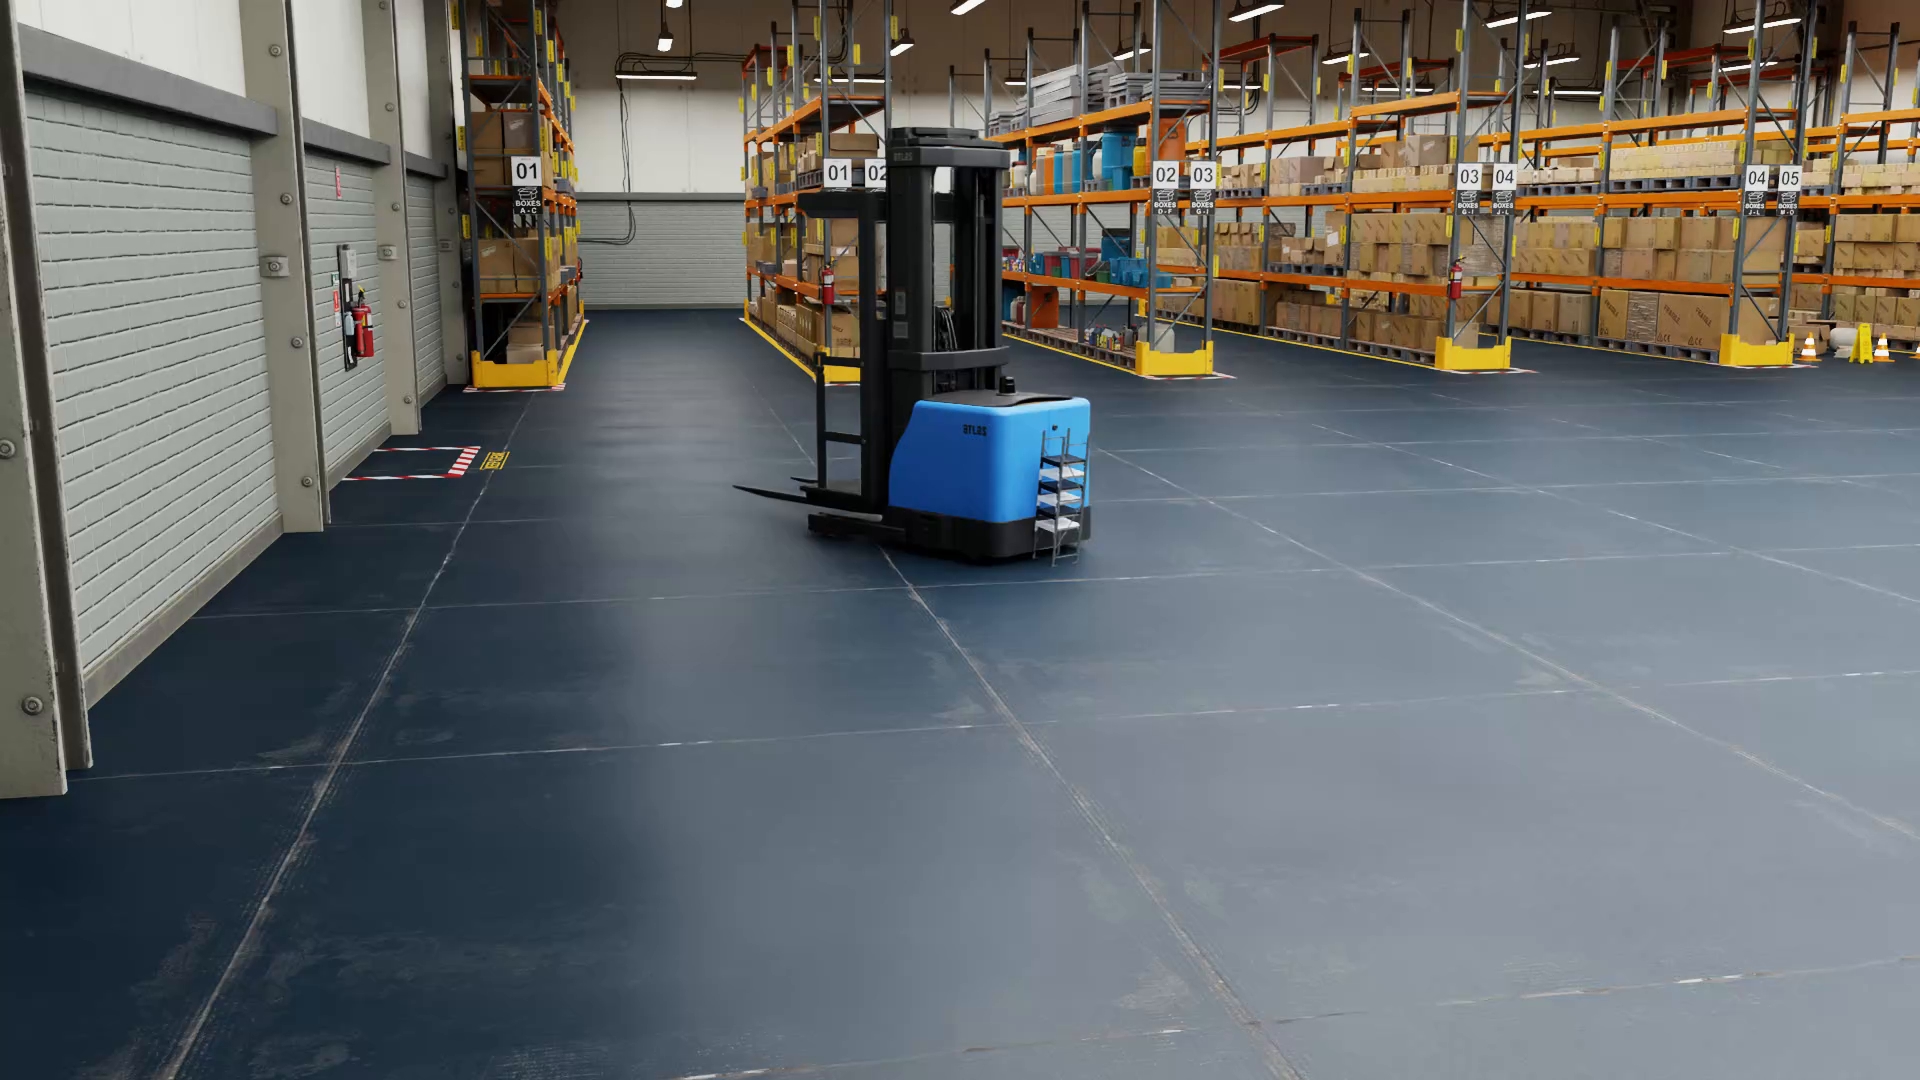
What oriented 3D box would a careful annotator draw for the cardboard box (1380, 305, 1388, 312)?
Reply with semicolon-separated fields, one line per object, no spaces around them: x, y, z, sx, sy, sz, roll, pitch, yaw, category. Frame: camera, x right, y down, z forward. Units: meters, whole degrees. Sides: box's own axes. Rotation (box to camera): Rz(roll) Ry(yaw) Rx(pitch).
10.283;-5.539;39.776;0.380;0.149;0.250;-2;11;-13;cardboard box

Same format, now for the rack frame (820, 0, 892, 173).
-1.492;-6.801;23.864;1.000;3.000;0.127;-2;11;-11;rack frame

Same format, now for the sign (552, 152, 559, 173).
-6.598;-6.156;27.111;0.100;0.325;0.005;-2;11;-11;sign

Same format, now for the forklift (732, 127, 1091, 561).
-0.489;-1.508;12.280;3.031;2.935;1.130;10;15;42;forklift

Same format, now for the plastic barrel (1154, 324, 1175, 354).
3.164;-3.136;26.180;0.421;0.512;0.421;0;11;0;plastic barrel

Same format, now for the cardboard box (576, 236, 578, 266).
-9.353;-6.662;38.375;0.980;0.700;0.700;-2;11;-8;cardboard box

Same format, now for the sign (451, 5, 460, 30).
-6.899;-7.141;22.725;0.100;0.325;0.005;-2;11;-11;sign

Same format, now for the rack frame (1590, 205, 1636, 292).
15.612;-6.775;39.770;1.000;3.000;0.127;-2;11;-11;rack frame

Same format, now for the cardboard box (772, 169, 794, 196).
-3.166;-6.923;32.258;0.910;0.500;0.500;-2;11;-11;cardboard box

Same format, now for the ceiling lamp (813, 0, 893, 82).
-2.671;-13.186;41.796;2.000;3.185;0.800;-2;11;-11;ceiling lamp

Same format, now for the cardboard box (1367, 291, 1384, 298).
10.126;-5.967;40.435;0.380;0.149;0.250;-3;11;-13;cardboard box

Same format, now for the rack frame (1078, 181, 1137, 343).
2.589;-4.767;29.222;1.000;3.000;0.127;-2;11;-11;rack frame

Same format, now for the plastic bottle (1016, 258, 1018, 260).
1.197;-5.751;34.702;0.061;0.283;0.133;-2;11;-11;plastic bottle

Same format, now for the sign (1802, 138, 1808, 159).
13.656;-6.337;26.895;0.100;0.325;0.005;-2;11;-11;sign

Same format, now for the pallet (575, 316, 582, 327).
-8.996;-4.871;37.224;1.003;0.211;1.213;-2;11;-11;pallet

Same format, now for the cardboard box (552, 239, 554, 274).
-6.235;-4.168;24.412;0.500;0.500;0.500;-2;11;-11;cardboard box

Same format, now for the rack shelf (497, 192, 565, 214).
-7.518;-5.894;29.043;1.077;0.370;4.000;-2;11;-11;rack shelf

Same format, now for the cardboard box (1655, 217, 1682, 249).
12.673;-5.347;28.978;0.875;0.550;0.500;-2;11;-11;cardboard box

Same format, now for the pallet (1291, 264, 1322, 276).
7.095;-5.225;32.141;1.003;0.211;1.213;-2;11;-11;pallet

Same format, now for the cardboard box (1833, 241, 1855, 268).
16.981;-5.412;31.547;0.500;0.500;0.500;-2;11;-11;cardboard box

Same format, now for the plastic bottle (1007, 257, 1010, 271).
1.030;-5.770;34.803;0.061;0.283;0.133;-2;11;-11;plastic bottle

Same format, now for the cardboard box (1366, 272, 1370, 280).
7.364;-4.637;29.209;0.380;0.149;0.250;-2;11;-11;cardboard box

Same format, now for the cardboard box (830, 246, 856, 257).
-1.753;-4.285;24.686;0.380;0.149;0.250;-2;11;-12;cardboard box

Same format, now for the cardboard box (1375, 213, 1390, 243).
7.481;-5.359;28.592;0.500;0.500;0.500;-2;11;-11;cardboard box

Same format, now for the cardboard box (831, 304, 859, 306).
-1.880;-3.643;27.538;0.500;0.500;0.500;-2;11;-11;cardboard box

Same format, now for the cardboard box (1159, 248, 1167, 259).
5.144;-6.936;40.219;0.500;0.250;0.500;-2;11;-13;cardboard box

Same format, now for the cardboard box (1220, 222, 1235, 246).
6.146;-6.714;36.496;0.797;0.503;0.637;-2;11;-10;cardboard box

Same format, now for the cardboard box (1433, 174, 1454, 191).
7.883;-5.693;26.463;0.500;0.250;0.500;-2;11;-10;cardboard box

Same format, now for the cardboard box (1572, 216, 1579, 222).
15.190;-7.823;40.600;0.380;0.149;0.250;-2;11;-11;cardboard box

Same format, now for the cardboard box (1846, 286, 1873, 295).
16.984;-4.707;31.397;0.380;0.149;0.250;-2;11;-10;cardboard box

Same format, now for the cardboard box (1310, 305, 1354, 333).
7.166;-4.240;31.959;0.700;0.500;0.500;-3;11;-16;cardboard box

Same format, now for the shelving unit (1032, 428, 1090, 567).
0.684;-0.290;11.266;0.258;0.900;0.210;-8;20;-37;shelving unit

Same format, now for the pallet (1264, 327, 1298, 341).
6.820;-4.168;33.530;1.003;0.211;1.213;-2;11;-11;pallet

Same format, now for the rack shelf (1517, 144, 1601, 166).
15.223;-9.539;41.241;1.077;0.370;4.000;-2;11;-11;rack shelf

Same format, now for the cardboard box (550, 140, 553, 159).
-6.765;-6.349;26.513;0.500;0.500;0.500;-3;11;-16;cardboard box

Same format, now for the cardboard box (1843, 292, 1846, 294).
20.774;-5.459;38.417;0.500;0.500;0.500;-2;11;-9;cardboard box

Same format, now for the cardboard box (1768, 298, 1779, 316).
15.428;-4.382;31.856;0.500;0.500;0.500;-2;11;-11;cardboard box

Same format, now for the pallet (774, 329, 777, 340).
-3.156;-4.090;33.121;1.003;0.211;1.213;-2;11;-11;pallet

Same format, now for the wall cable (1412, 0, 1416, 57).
11.934;-14.379;47.632;2.355;3.000;0.029;-2;11;-11;wall cable

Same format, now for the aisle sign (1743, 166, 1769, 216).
12.830;-5.629;26.795;0.394;0.787;0.004;-2;11;-11;aisle sign

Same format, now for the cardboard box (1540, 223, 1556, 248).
11.933;-6.020;32.862;0.700;0.500;0.500;-2;11;-12;cardboard box

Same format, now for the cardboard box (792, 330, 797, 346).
-2.635;-3.509;28.841;0.500;0.250;0.500;-2;11;-12;cardboard box

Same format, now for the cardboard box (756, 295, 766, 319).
-4.215;-5.138;36.675;0.500;0.500;0.500;-2;11;-11;cardboard box

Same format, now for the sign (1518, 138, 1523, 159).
8.758;-6.137;26.055;0.100;0.325;0.005;-2;11;-11;sign

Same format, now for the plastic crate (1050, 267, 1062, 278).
1.974;-4.972;30.866;0.450;0.188;0.662;-2;11;-11;plastic crate

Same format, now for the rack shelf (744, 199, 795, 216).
-4.215;-7.542;37.702;1.077;0.370;4.000;-2;11;-11;rack shelf

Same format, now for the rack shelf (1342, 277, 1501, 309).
7.837;-4.227;28.308;1.077;0.370;4.000;-2;11;-11;rack shelf

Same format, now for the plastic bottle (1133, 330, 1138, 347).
3.002;-3.439;28.329;0.061;0.283;0.133;-2;11;-11;plastic bottle

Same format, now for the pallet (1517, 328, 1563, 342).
11.868;-4.103;33.186;1.003;0.211;1.213;-2;11;-11;pallet

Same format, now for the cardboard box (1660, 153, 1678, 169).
12.450;-6.533;28.691;0.500;0.250;0.500;-2;11;-10;cardboard box

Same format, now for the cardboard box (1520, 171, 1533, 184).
11.577;-7.266;33.336;0.500;0.250;0.500;-2;11;-9;cardboard box

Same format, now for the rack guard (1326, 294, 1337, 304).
10.013;-6.068;42.742;1.175;0.500;0.348;-2;11;-11;rack guard
